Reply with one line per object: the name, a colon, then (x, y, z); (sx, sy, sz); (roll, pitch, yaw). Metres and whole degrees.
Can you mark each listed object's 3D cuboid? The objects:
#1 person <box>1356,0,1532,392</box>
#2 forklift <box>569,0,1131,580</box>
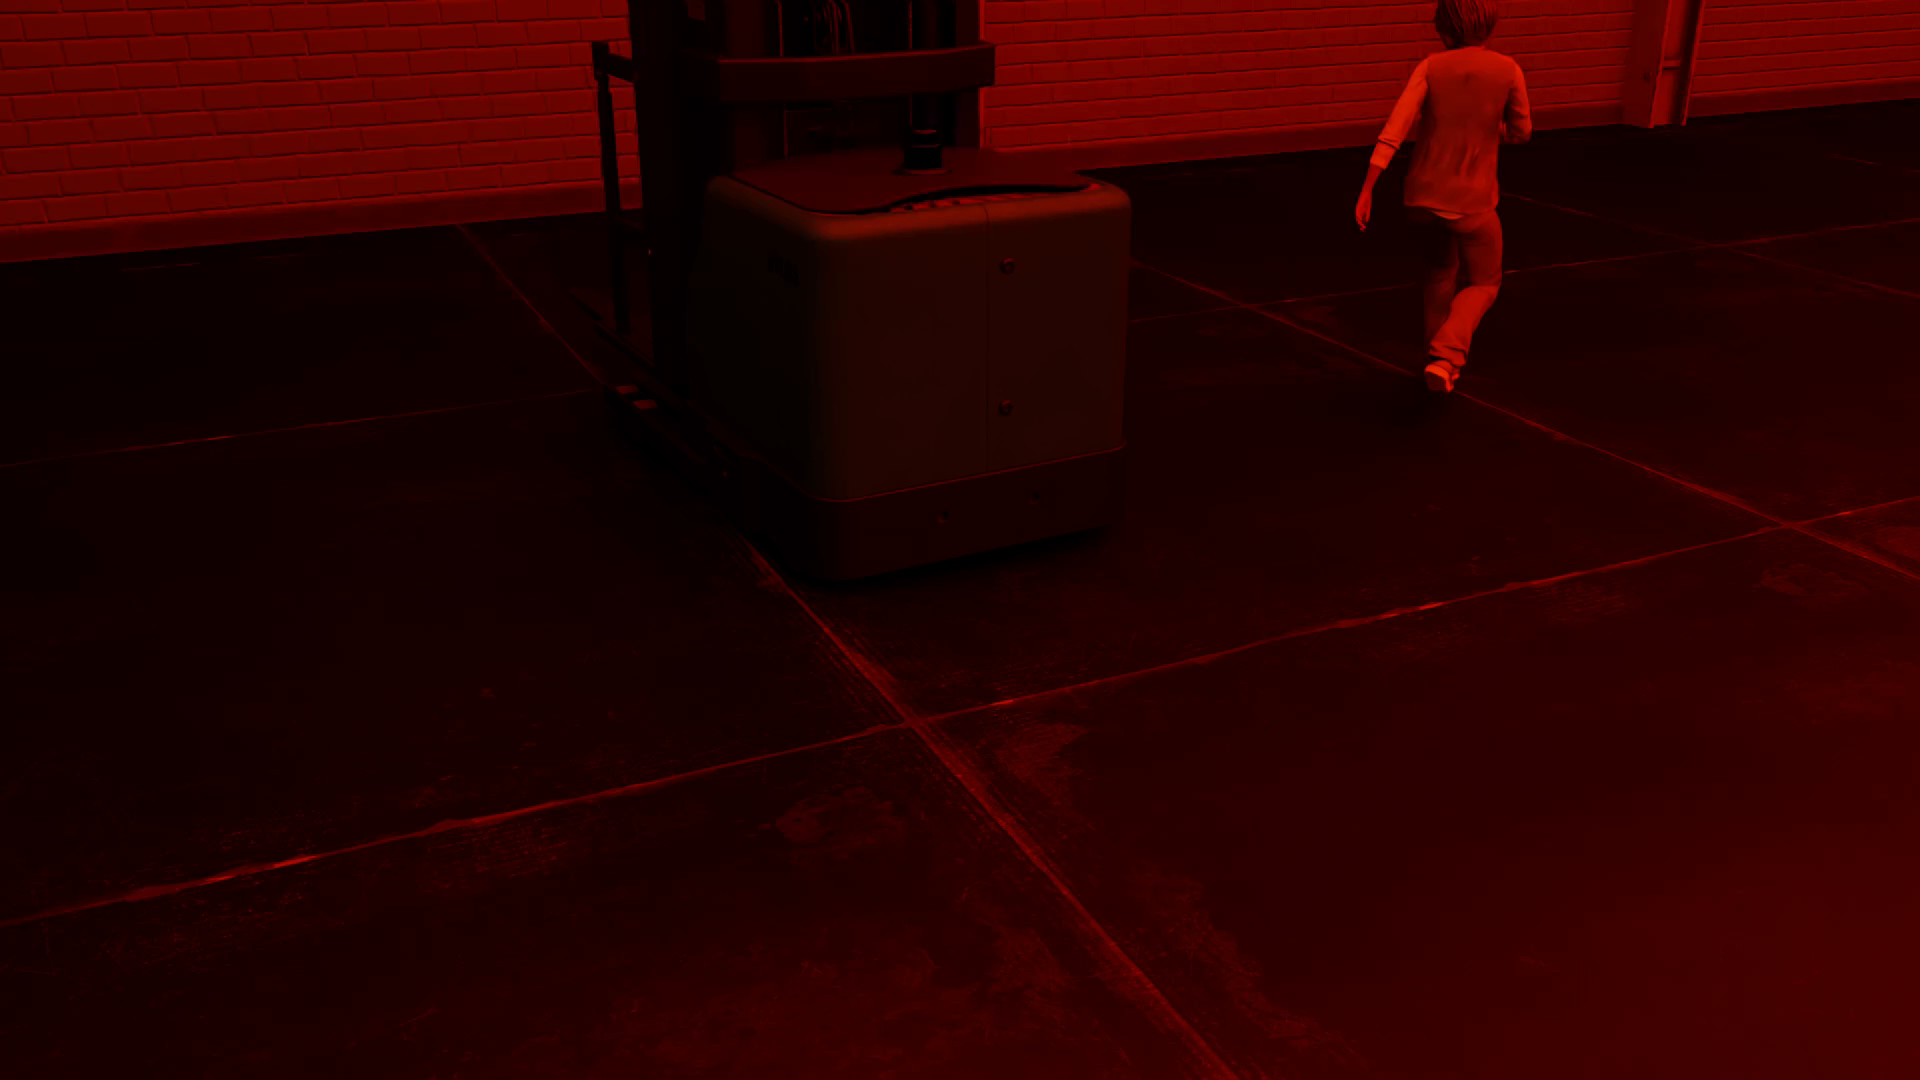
person: (1.817, -1.271, 6.209); (0.494, 1.525, 0.662); (14, 26, 31)
forklift: (-0.643, -1.765, 5.534); (1.130, 2.935, 3.031); (-12, 25, -26)
